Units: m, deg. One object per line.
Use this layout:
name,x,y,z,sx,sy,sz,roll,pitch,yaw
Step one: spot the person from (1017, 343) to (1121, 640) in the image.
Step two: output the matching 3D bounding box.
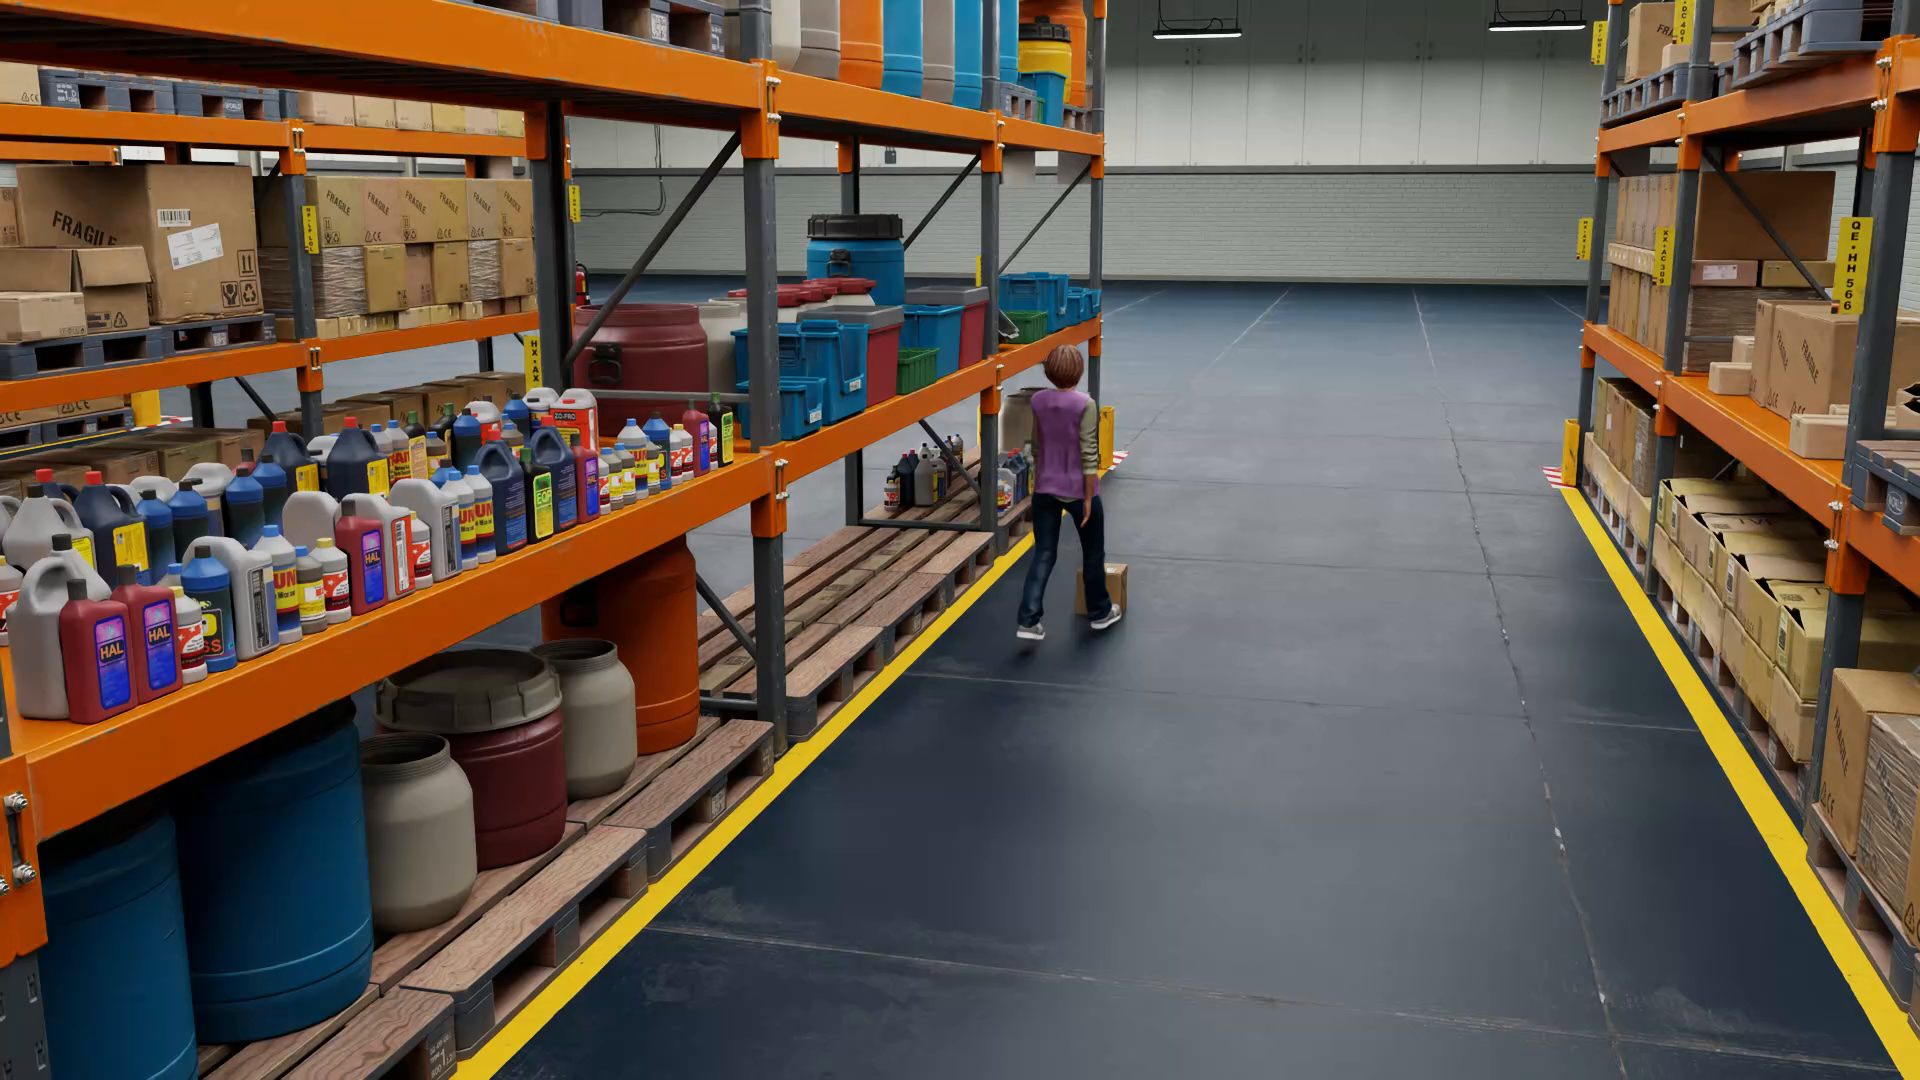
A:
person,0.570,-0.260,8.704,0.418,1.554,0.846,5,13,24
